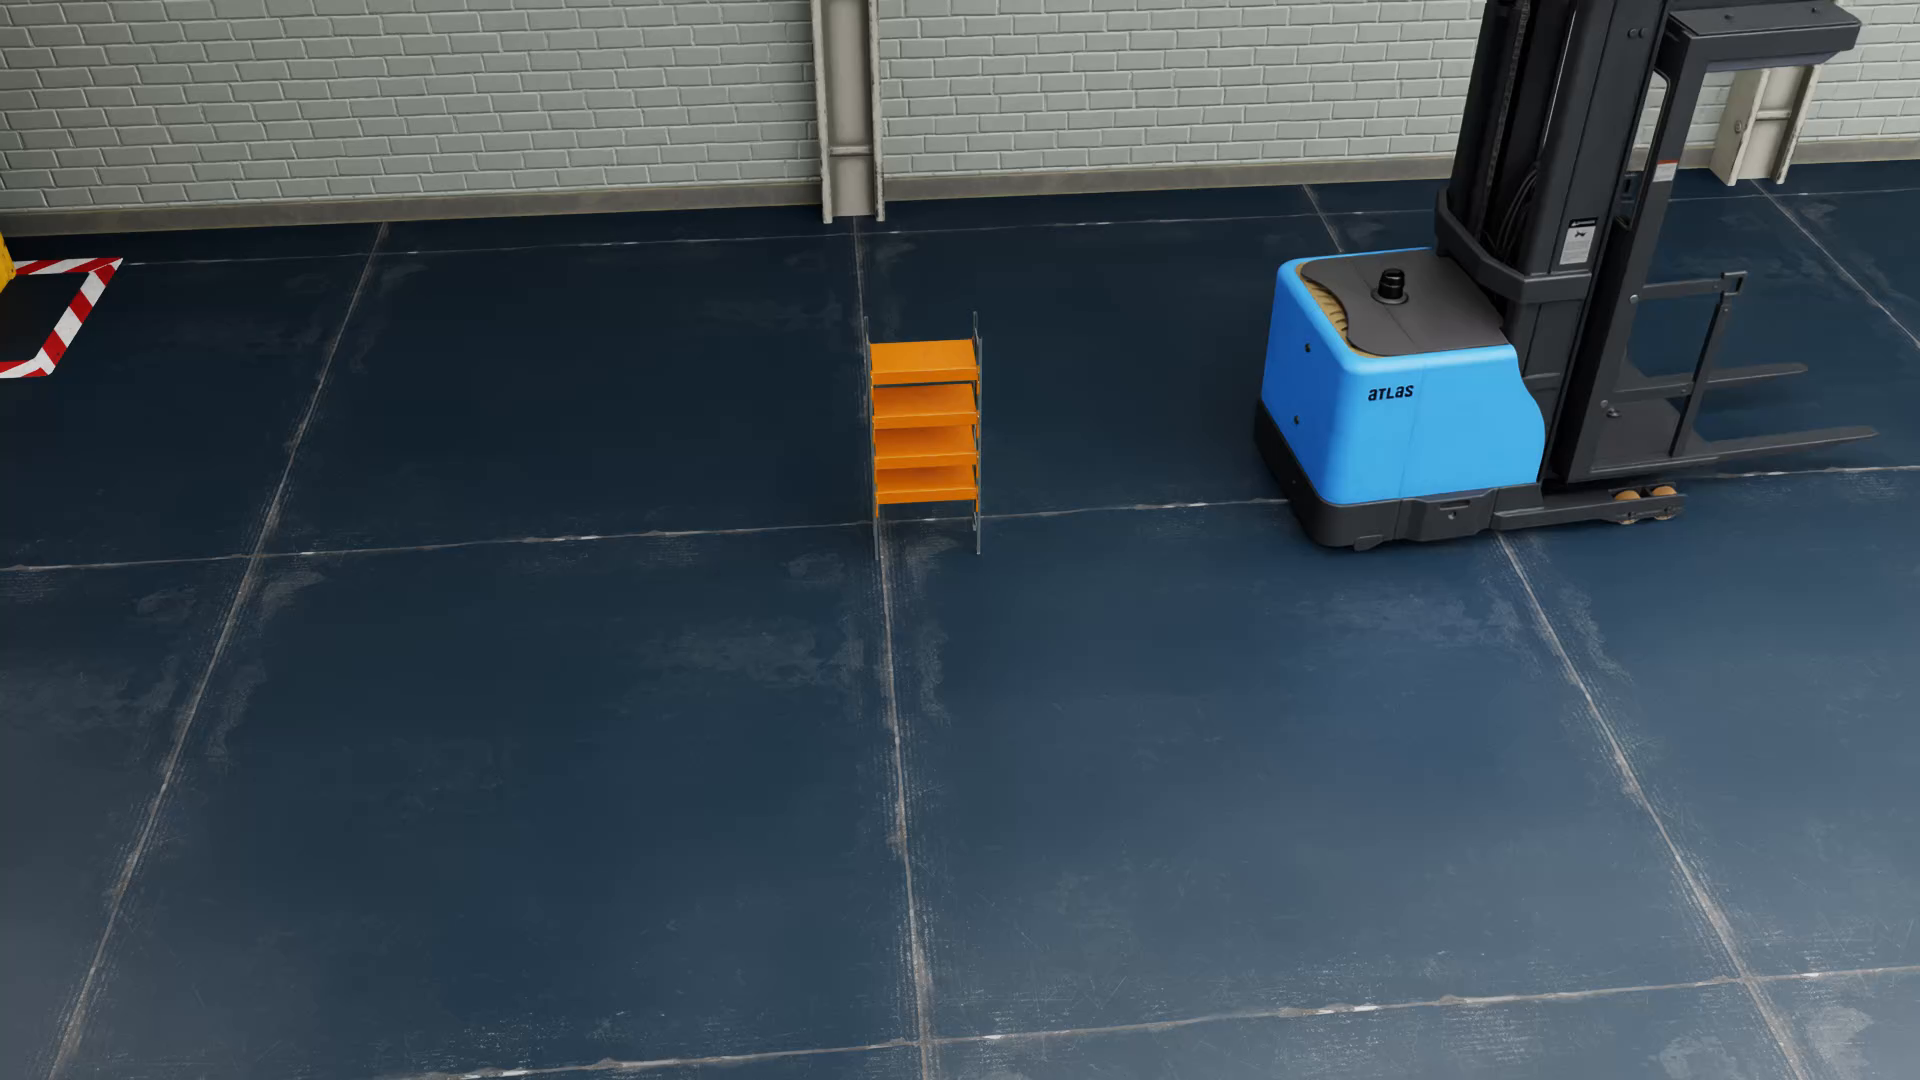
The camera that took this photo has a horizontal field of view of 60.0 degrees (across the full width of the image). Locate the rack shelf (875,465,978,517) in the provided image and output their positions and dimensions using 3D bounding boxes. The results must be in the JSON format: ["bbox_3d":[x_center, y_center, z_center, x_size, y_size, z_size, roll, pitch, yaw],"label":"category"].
[{"bbox_3d":[-0.165,-0.253,7.853,0.480,0.148,0.258,-3,38,-4],"label":"rack shelf"}]

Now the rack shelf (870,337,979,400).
[{"bbox_3d":[-0.165,-0.770,7.445,0.480,0.148,0.258,-3,38,-4],"label":"rack shelf"}]

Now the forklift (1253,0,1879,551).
[{"bbox_3d":[3.091,-1.543,7.661,3.031,2.935,1.130,-7,39,-8],"label":"forklift"}]

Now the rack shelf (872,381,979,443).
[{"bbox_3d":[-0.165,-0.585,7.592,0.480,0.148,0.258,-3,38,-4],"label":"rack shelf"}]

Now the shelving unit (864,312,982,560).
[{"bbox_3d":[-0.165,-0.462,7.689,0.503,1.200,0.258,-3,38,-4],"label":"shelving unit"}]

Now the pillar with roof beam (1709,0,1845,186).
[{"bbox_3d":[5.666,-3.338,5.038,0.400,9.000,9.100,-3,38,-4],"label":"pillar with roof beam"}]

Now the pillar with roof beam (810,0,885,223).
[{"bbox_3d":[-0.310,-3.009,4.621,0.400,9.000,9.100,-3,38,-4],"label":"pillar with roof beam"}]

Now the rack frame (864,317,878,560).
[{"bbox_3d":[-0.408,-0.449,7.672,0.015,1.200,0.240,-3,38,-4],"label":"rack frame"}]

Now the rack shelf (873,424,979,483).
[{"bbox_3d":[-0.165,-0.409,7.730,0.480,0.148,0.258,-3,38,-4],"label":"rack shelf"}]

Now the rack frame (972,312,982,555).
[{"bbox_3d":[0.078,-0.475,7.706,0.015,1.200,0.240,-3,38,-4],"label":"rack frame"}]

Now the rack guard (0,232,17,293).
[{"bbox_3d":[-5.871,-1.483,9.548,0.348,0.500,1.175,-3,38,-4],"label":"rack guard"}]
